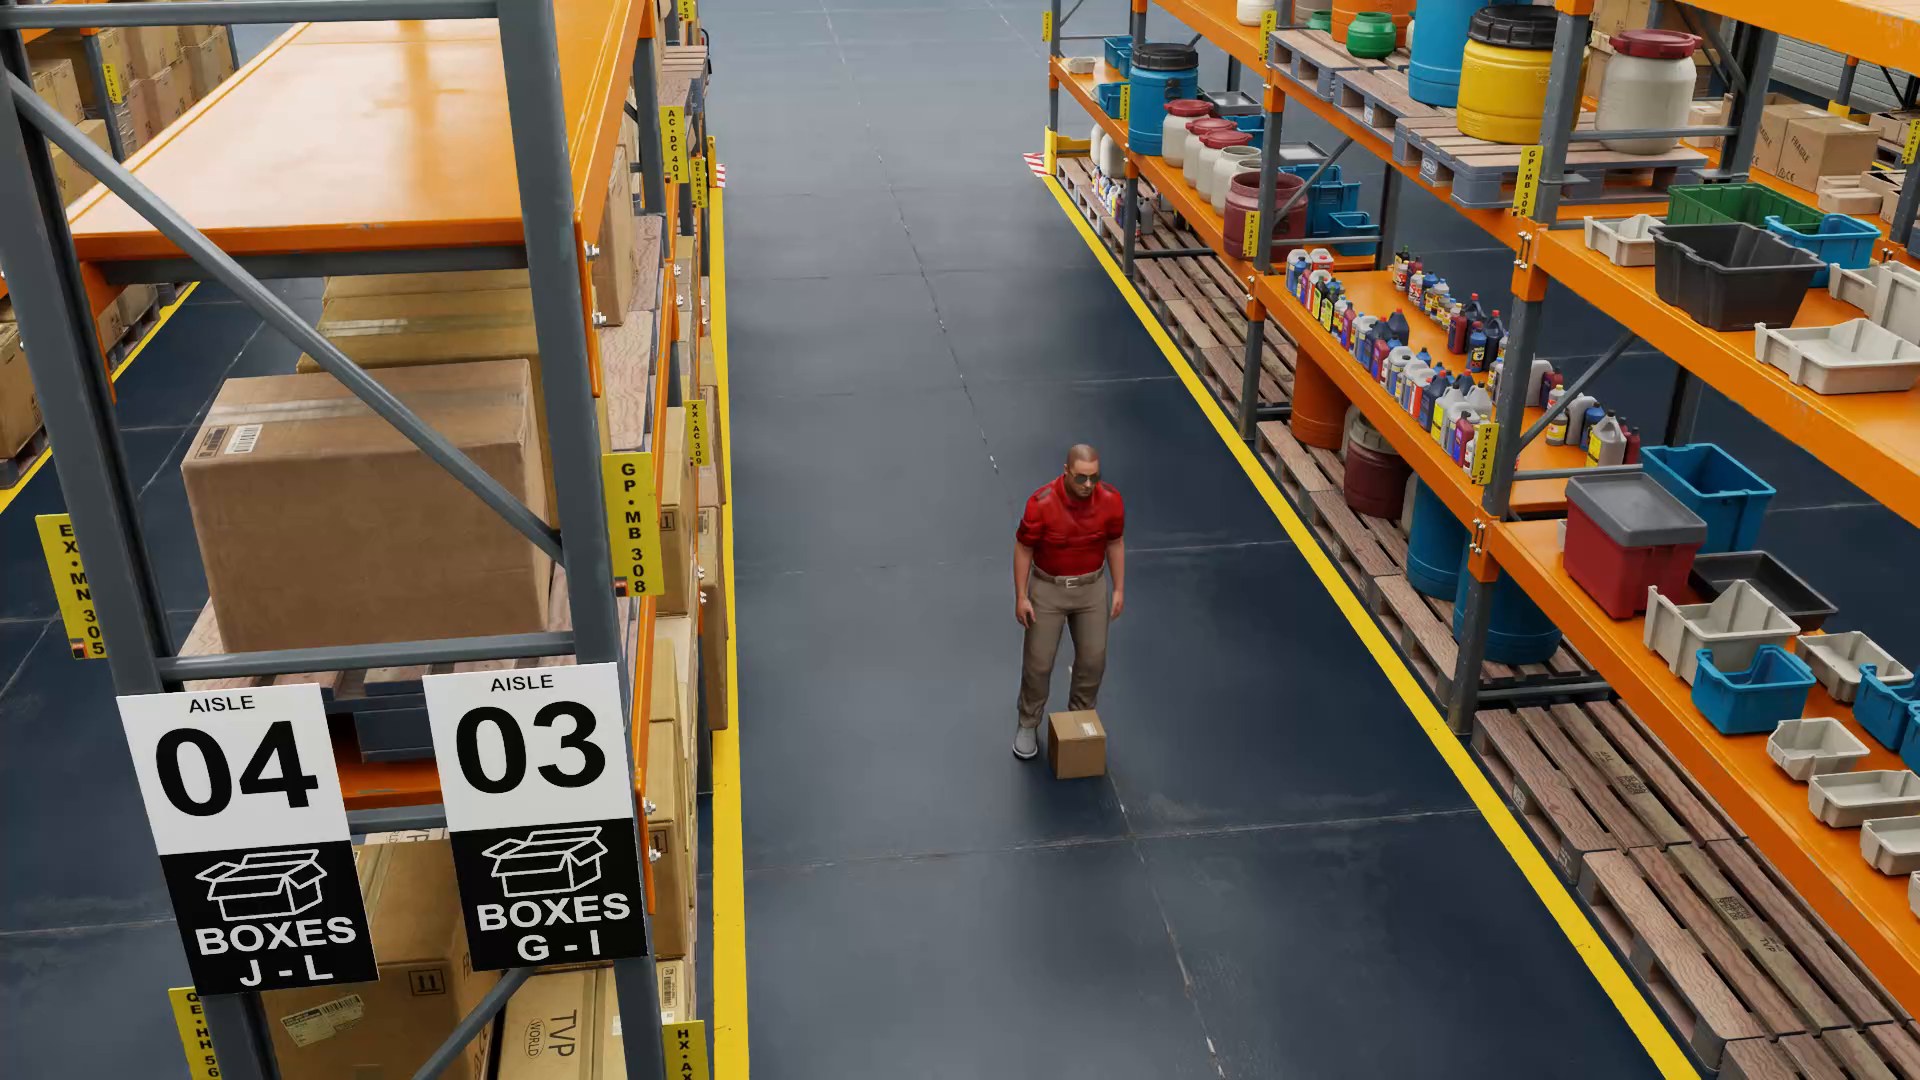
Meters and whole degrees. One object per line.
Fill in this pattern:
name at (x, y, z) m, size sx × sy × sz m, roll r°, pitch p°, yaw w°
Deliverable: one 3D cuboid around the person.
person at (0.559, 0.287, 8.553) m, size 0.604 × 1.726 × 0.394 m, roll -5°, pitch 27°, yaw -10°
